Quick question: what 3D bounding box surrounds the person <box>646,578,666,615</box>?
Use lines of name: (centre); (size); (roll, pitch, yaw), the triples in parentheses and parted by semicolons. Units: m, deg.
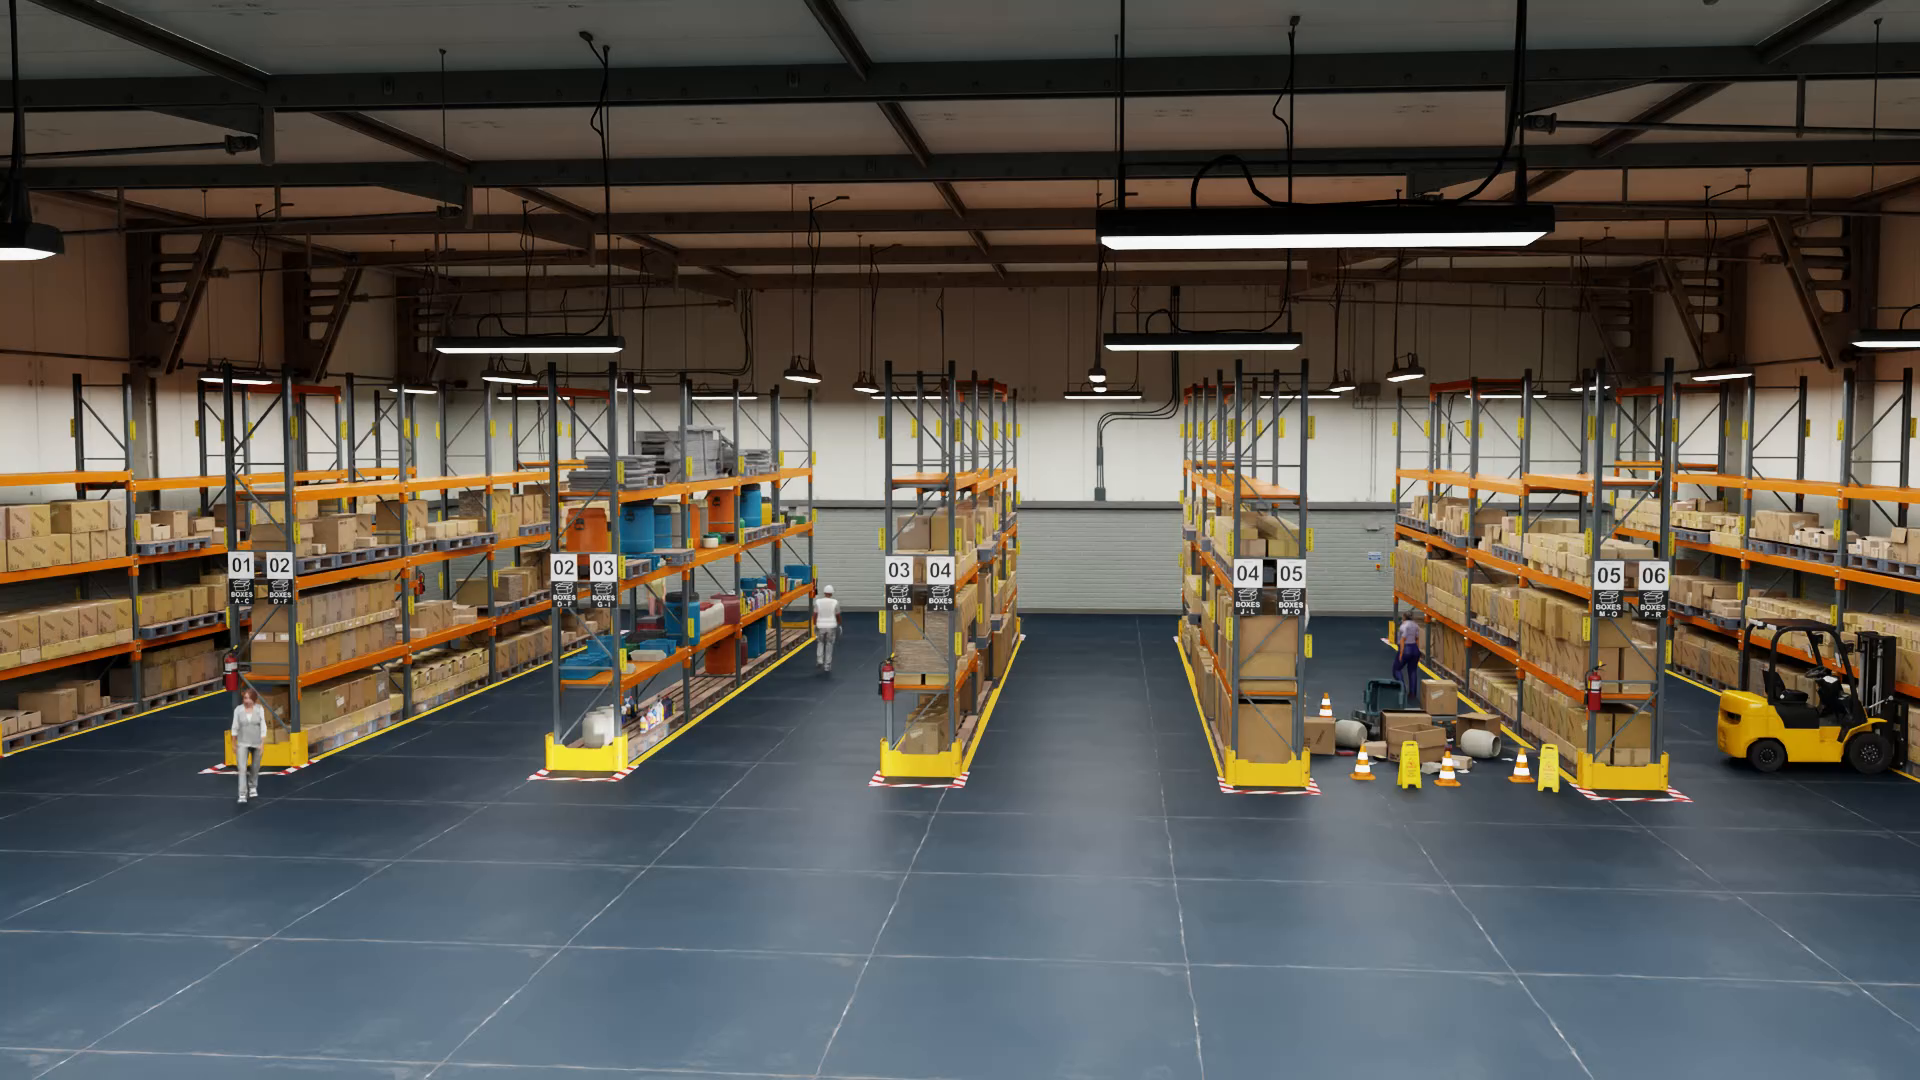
person: (-7.594, 1.444, 41.551); (0.498, 1.599, 1.071); (-1, 4, -10)

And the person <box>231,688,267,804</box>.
person: (-9.513, 2.745, 22.269); (0.430, 1.533, 1.020); (-2, 4, -30)

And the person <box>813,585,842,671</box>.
person: (-2.745, 1.818, 34.650); (0.572, 1.776, 0.446); (1, 4, 9)

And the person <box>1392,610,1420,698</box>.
person: (8.392, 2.157, 31.172); (0.523, 1.698, 0.397); (-2, 4, -29)

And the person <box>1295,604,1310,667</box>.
person: (7.171, 1.870, 35.209); (0.553, 1.652, 0.581); (-1, 4, -18)
